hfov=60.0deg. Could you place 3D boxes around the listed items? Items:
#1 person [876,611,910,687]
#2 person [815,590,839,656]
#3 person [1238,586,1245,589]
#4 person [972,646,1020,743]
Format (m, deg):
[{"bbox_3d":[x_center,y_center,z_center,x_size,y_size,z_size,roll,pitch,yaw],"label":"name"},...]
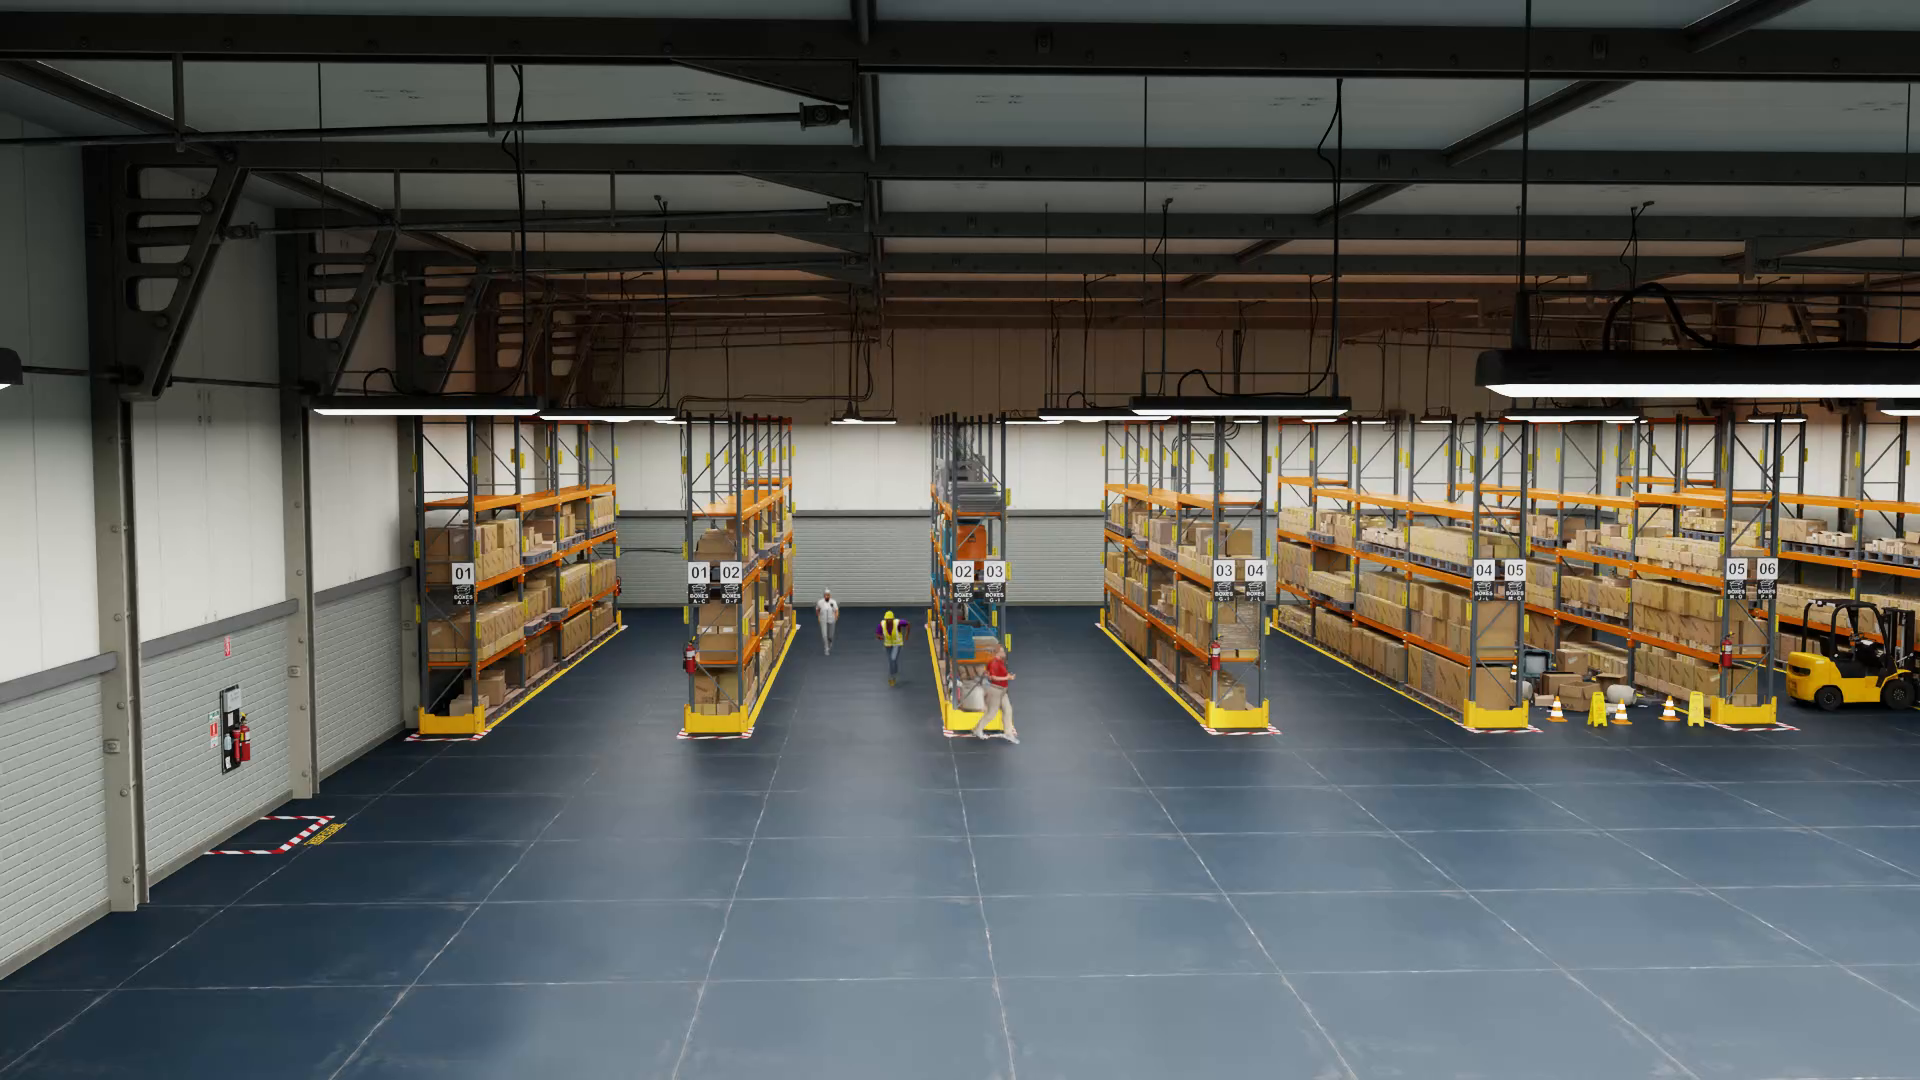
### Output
[{"bbox_3d":[-1.481,2.401,36.995,0.746,1.715,1.025,1,4,10],"label":"person"},{"bbox_3d":[-3.358,2.066,42.000,0.592,1.640,0.762,0,4,-7],"label":"person"},{"bbox_3d":[7.965,1.665,47.257,0.701,1.736,0.549,1,4,12],"label":"person"},{"bbox_3d":[0.642,2.815,30.145,0.883,1.776,0.635,1,4,15],"label":"person"}]
